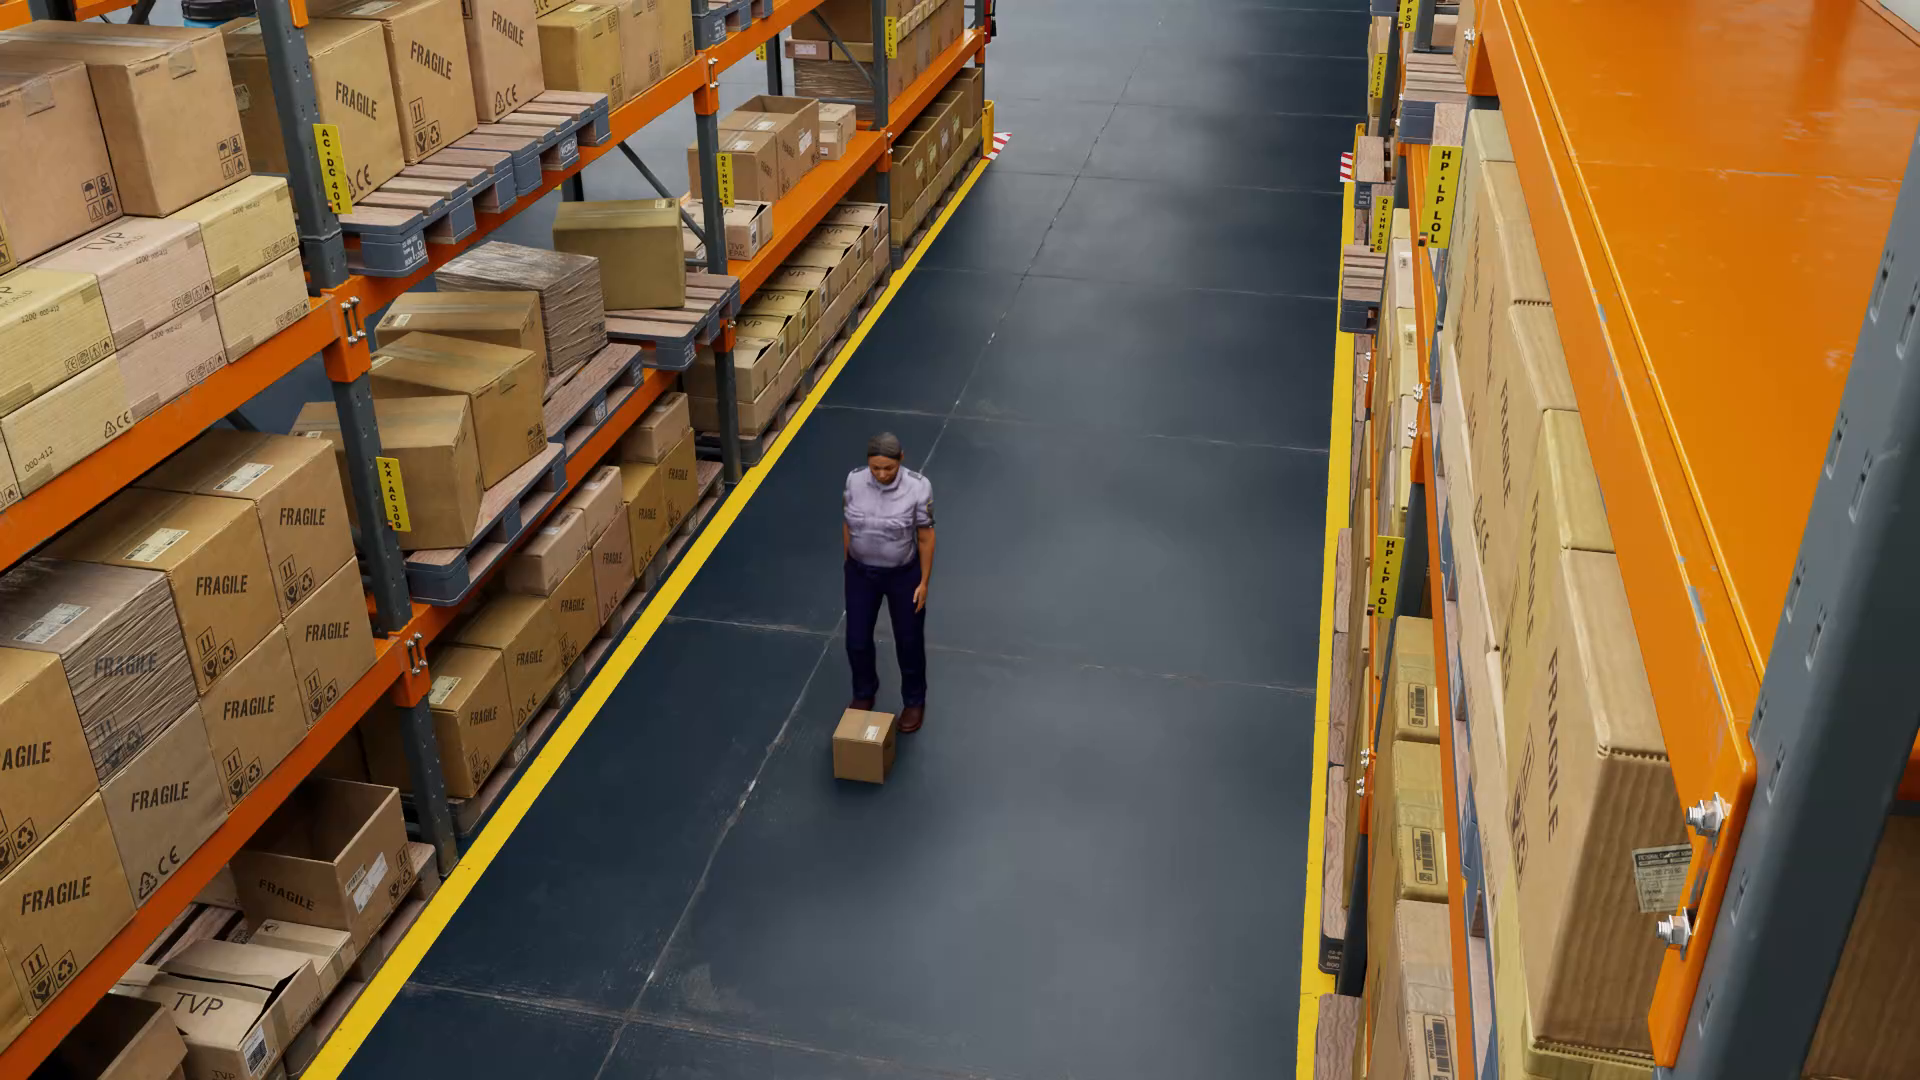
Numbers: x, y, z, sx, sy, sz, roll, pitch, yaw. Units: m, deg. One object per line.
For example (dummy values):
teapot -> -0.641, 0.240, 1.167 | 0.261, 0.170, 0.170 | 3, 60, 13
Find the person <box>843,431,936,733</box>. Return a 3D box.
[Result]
person -> -0.352, 0.193, 8.296 | 0.476, 1.637, 0.339 | 7, 30, 12
